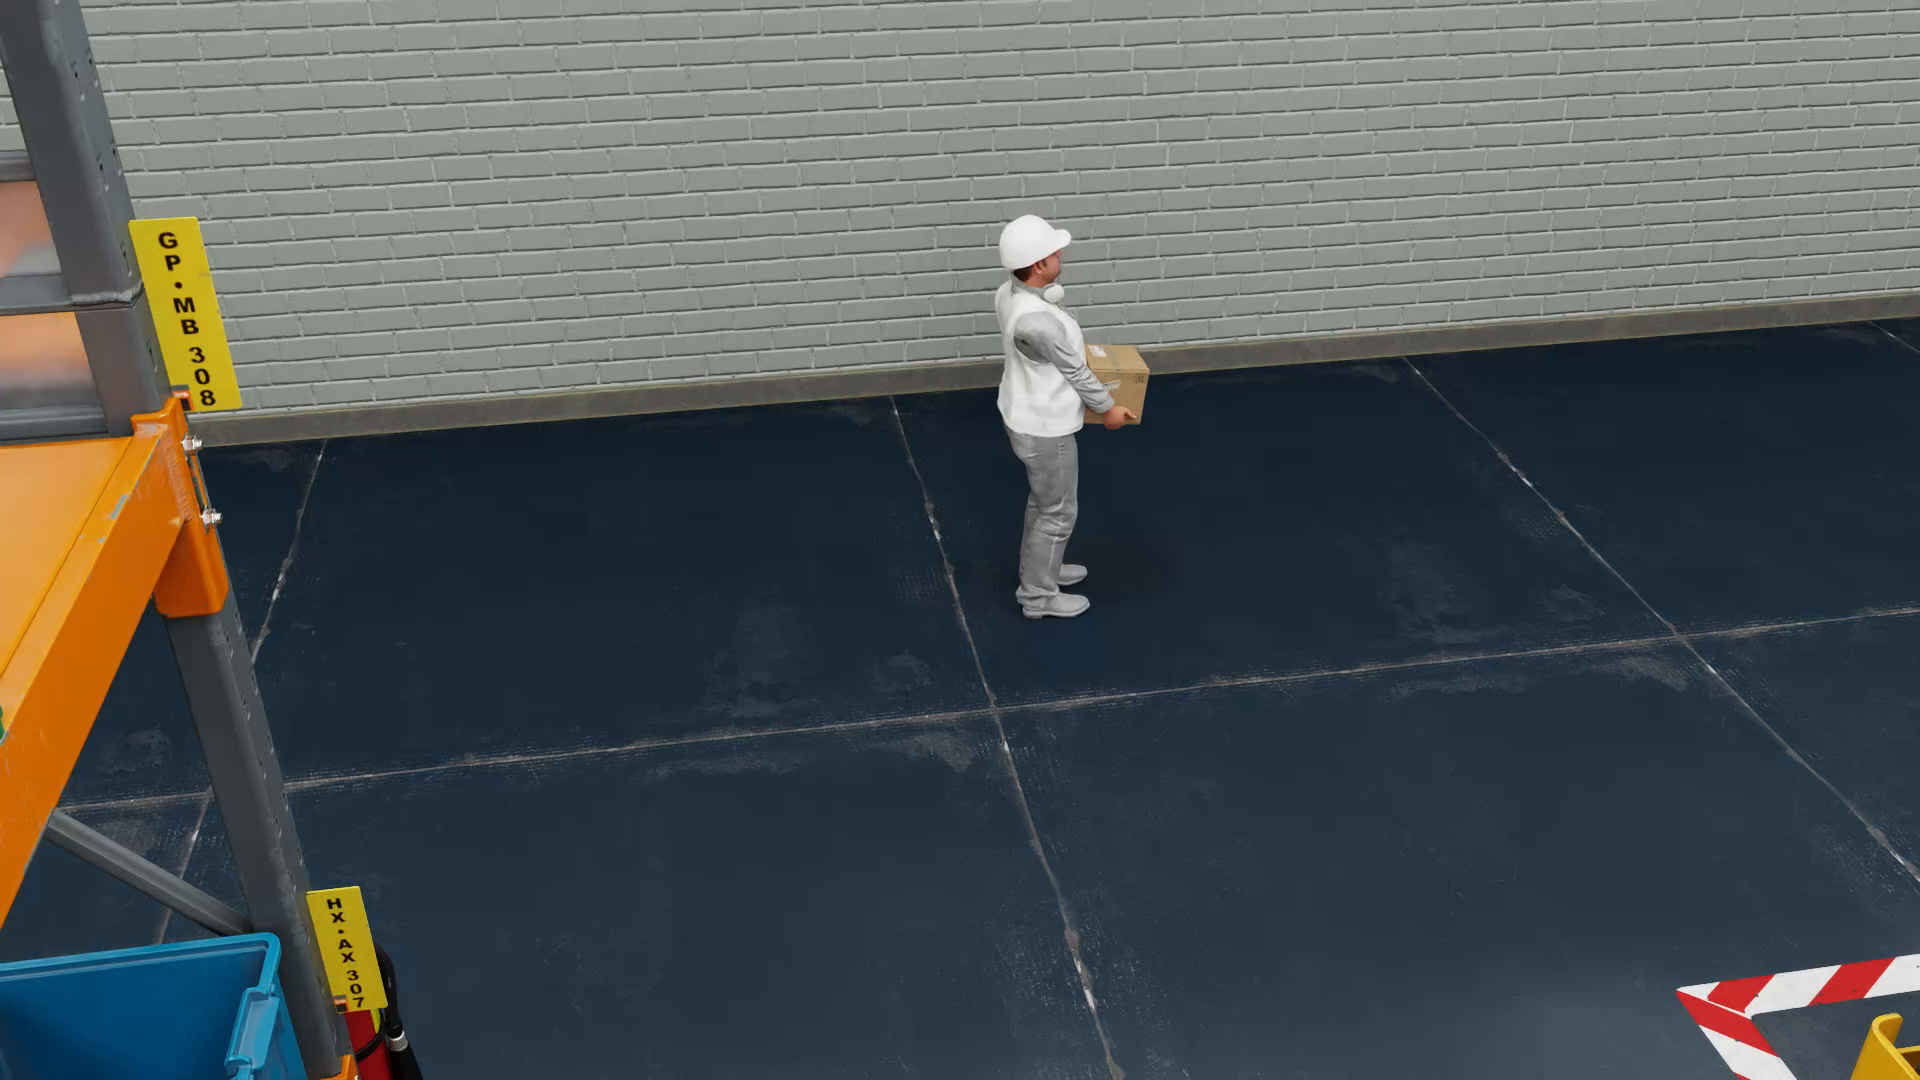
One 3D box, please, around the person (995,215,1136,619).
[{"bbox_3d":[0.430,-0.522,7.002,0.556,1.762,0.494,-5,31,-9],"label":"person"}]
